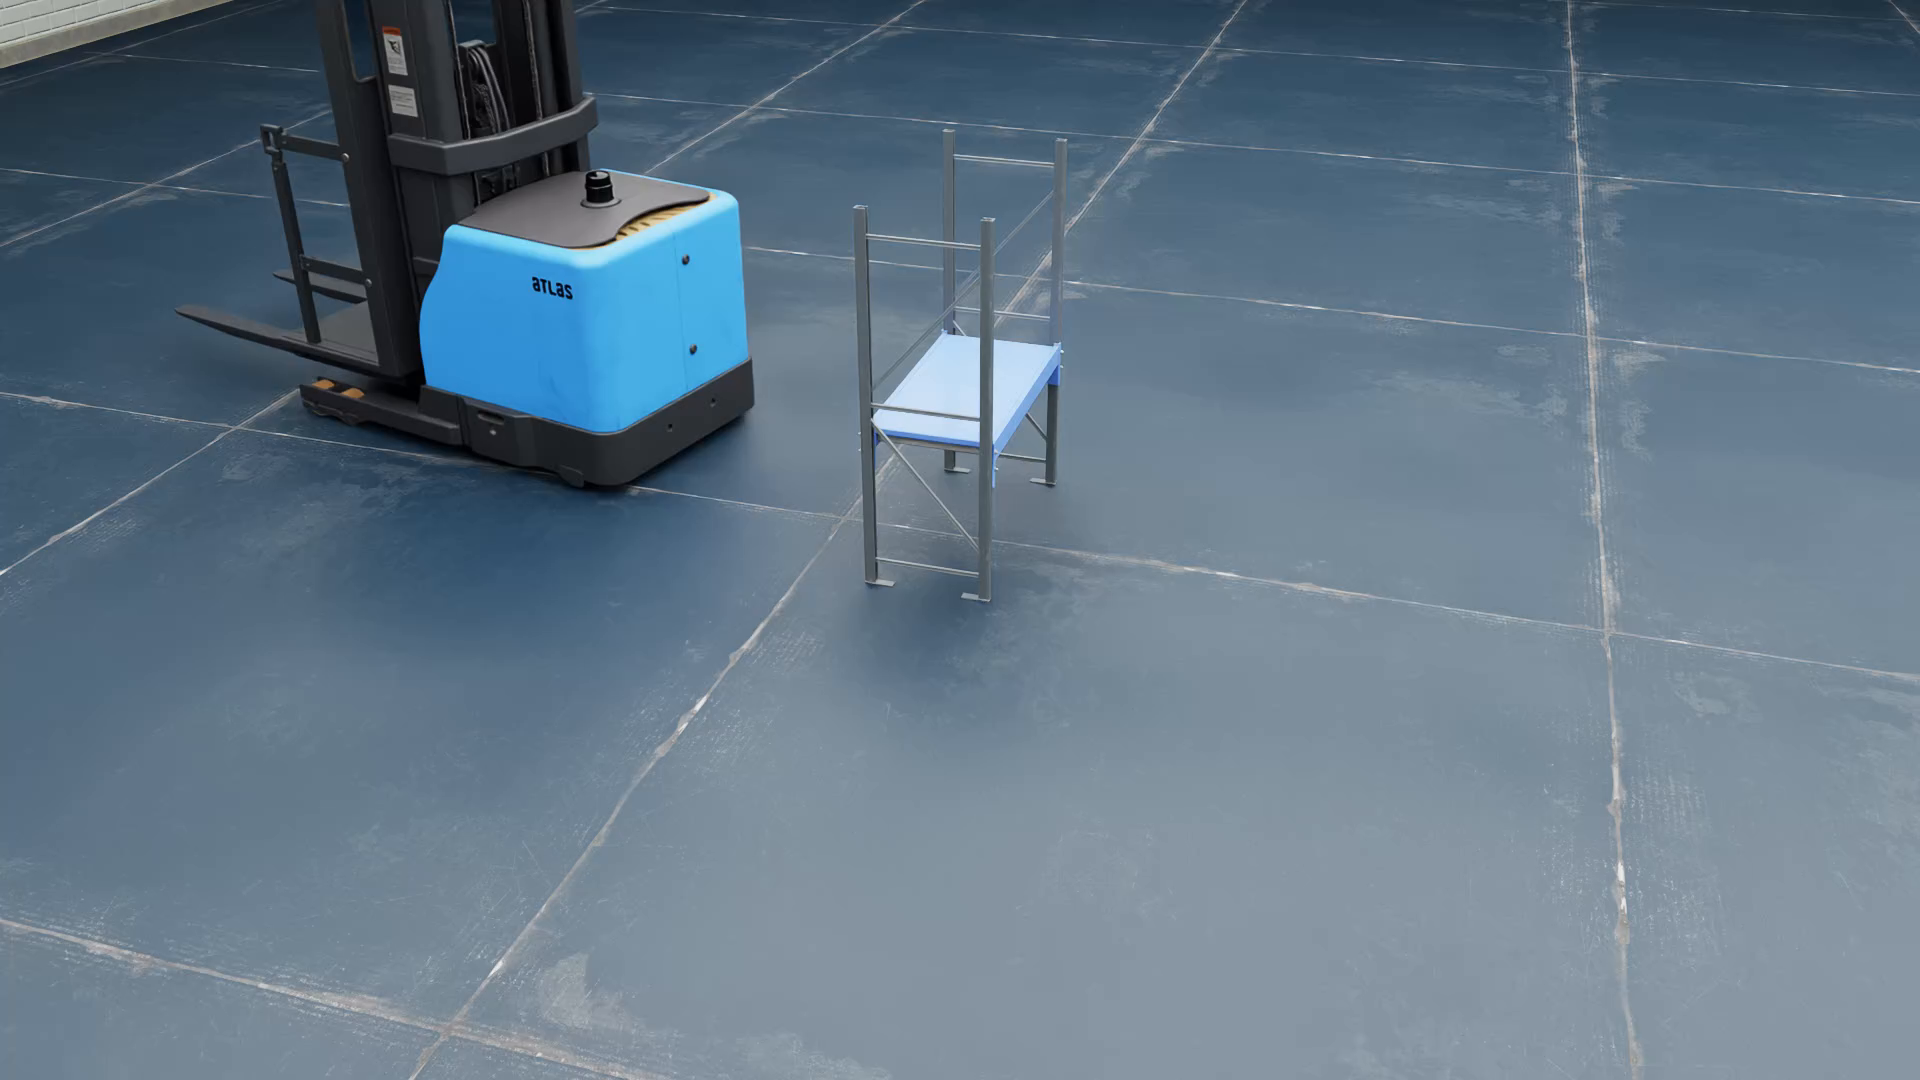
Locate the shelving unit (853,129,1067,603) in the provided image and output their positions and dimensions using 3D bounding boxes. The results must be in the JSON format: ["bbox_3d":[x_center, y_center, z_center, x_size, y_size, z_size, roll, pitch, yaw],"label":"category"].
[{"bbox_3d":[0.025,-0.695,6.457,0.538,1.500,1.048,8,30,15],"label":"shelving unit"}]

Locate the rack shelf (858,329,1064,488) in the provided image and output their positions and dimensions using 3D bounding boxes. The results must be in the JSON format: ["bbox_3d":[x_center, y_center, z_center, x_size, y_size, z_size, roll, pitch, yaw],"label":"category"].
[{"bbox_3d":[0.025,-0.538,6.544,0.538,0.185,1.000,8,30,15],"label":"rack shelf"}]

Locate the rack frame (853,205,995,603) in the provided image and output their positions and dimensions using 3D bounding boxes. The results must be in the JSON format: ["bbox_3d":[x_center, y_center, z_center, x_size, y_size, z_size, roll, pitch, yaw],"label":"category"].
[{"bbox_3d":[-0.124,-0.459,6.032,0.500,1.500,0.032,8,30,15],"label":"rack frame"}]

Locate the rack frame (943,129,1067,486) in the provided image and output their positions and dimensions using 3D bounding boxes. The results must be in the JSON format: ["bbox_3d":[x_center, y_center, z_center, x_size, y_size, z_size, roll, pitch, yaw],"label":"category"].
[{"bbox_3d":[0.174,-0.931,6.881,0.500,1.500,0.032,8,30,15],"label":"rack frame"}]

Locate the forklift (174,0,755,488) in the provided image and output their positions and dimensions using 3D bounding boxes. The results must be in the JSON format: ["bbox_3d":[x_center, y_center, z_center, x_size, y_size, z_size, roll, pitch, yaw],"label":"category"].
[{"bbox_3d":[-2.488,-2.018,7.363,3.031,2.935,1.130,16,33,26],"label":"forklift"}]
